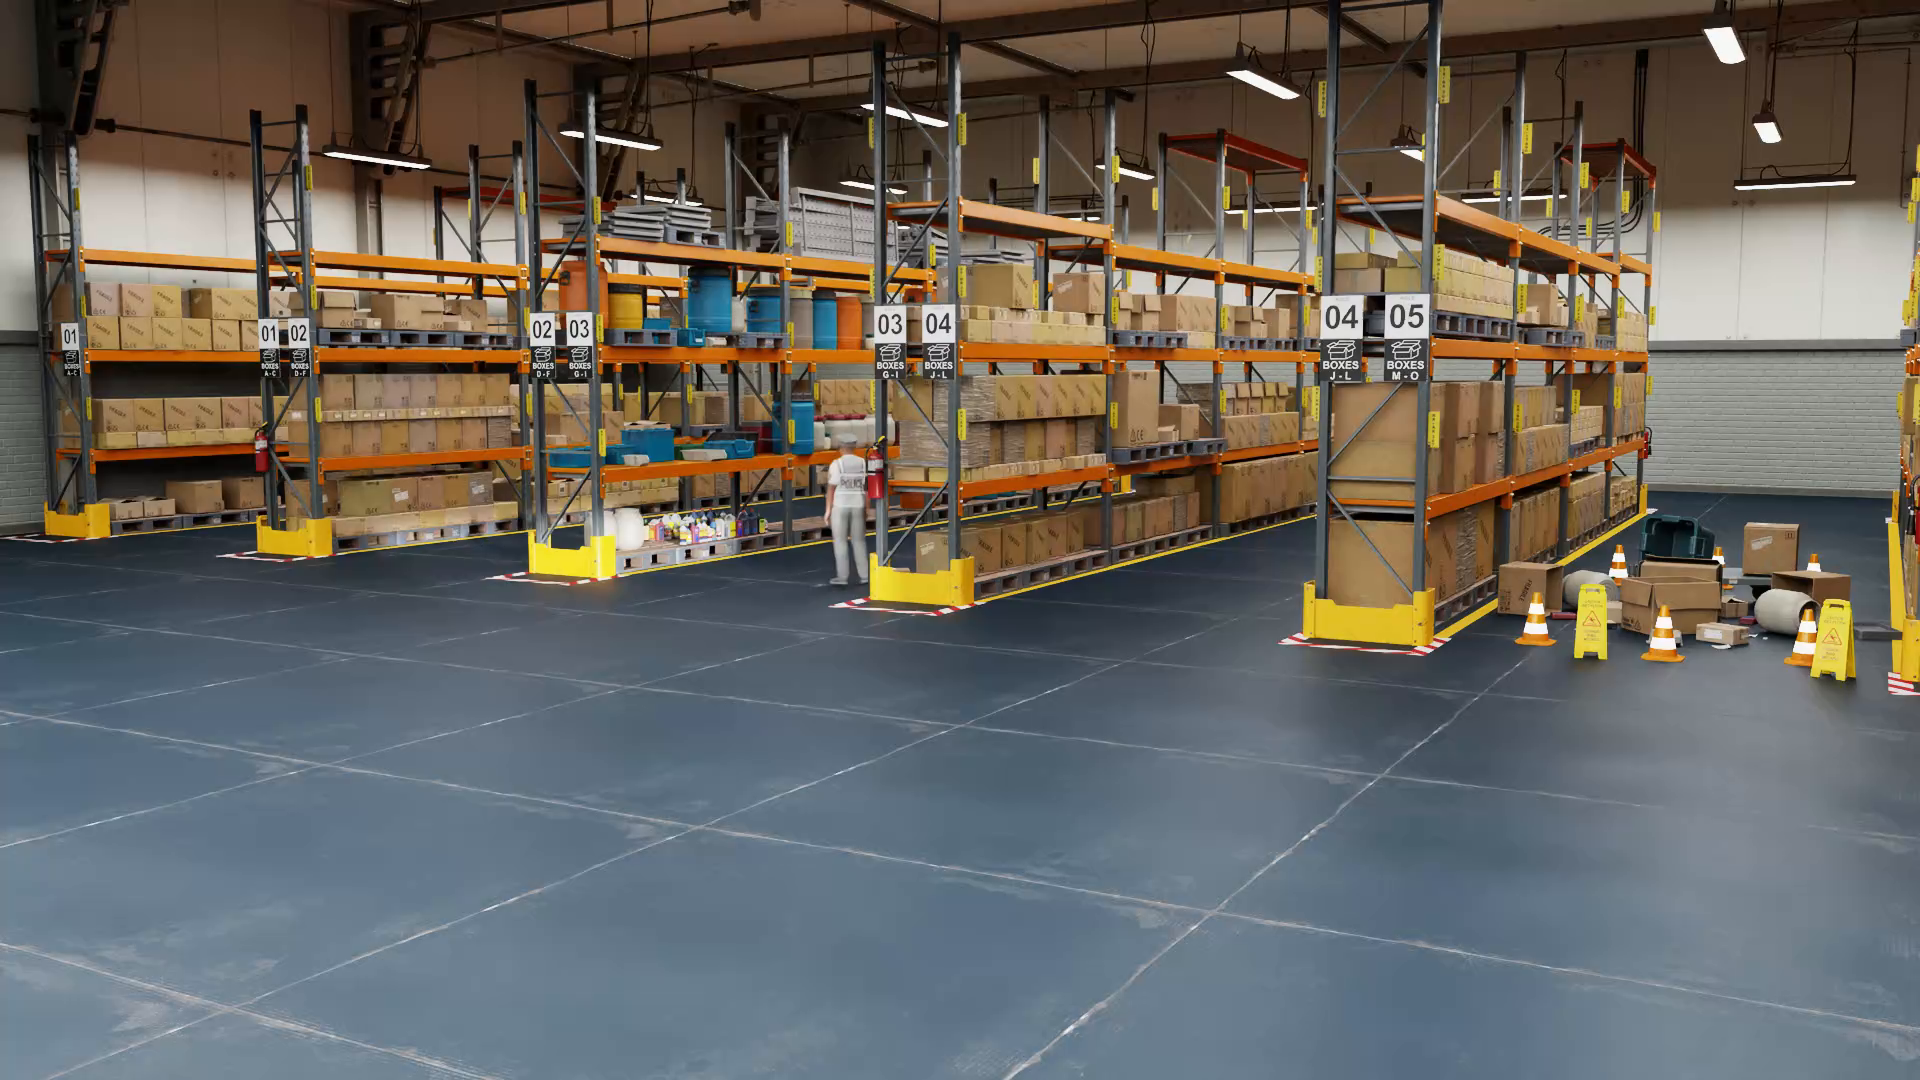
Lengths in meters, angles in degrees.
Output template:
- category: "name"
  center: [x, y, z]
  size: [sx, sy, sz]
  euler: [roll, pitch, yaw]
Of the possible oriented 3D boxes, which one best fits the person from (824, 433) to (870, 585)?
- category: "person"
  center: [-1.303, -0.363, 19.433]
  size: [0.603, 1.771, 0.396]
  euler: [-4, 7, -32]
